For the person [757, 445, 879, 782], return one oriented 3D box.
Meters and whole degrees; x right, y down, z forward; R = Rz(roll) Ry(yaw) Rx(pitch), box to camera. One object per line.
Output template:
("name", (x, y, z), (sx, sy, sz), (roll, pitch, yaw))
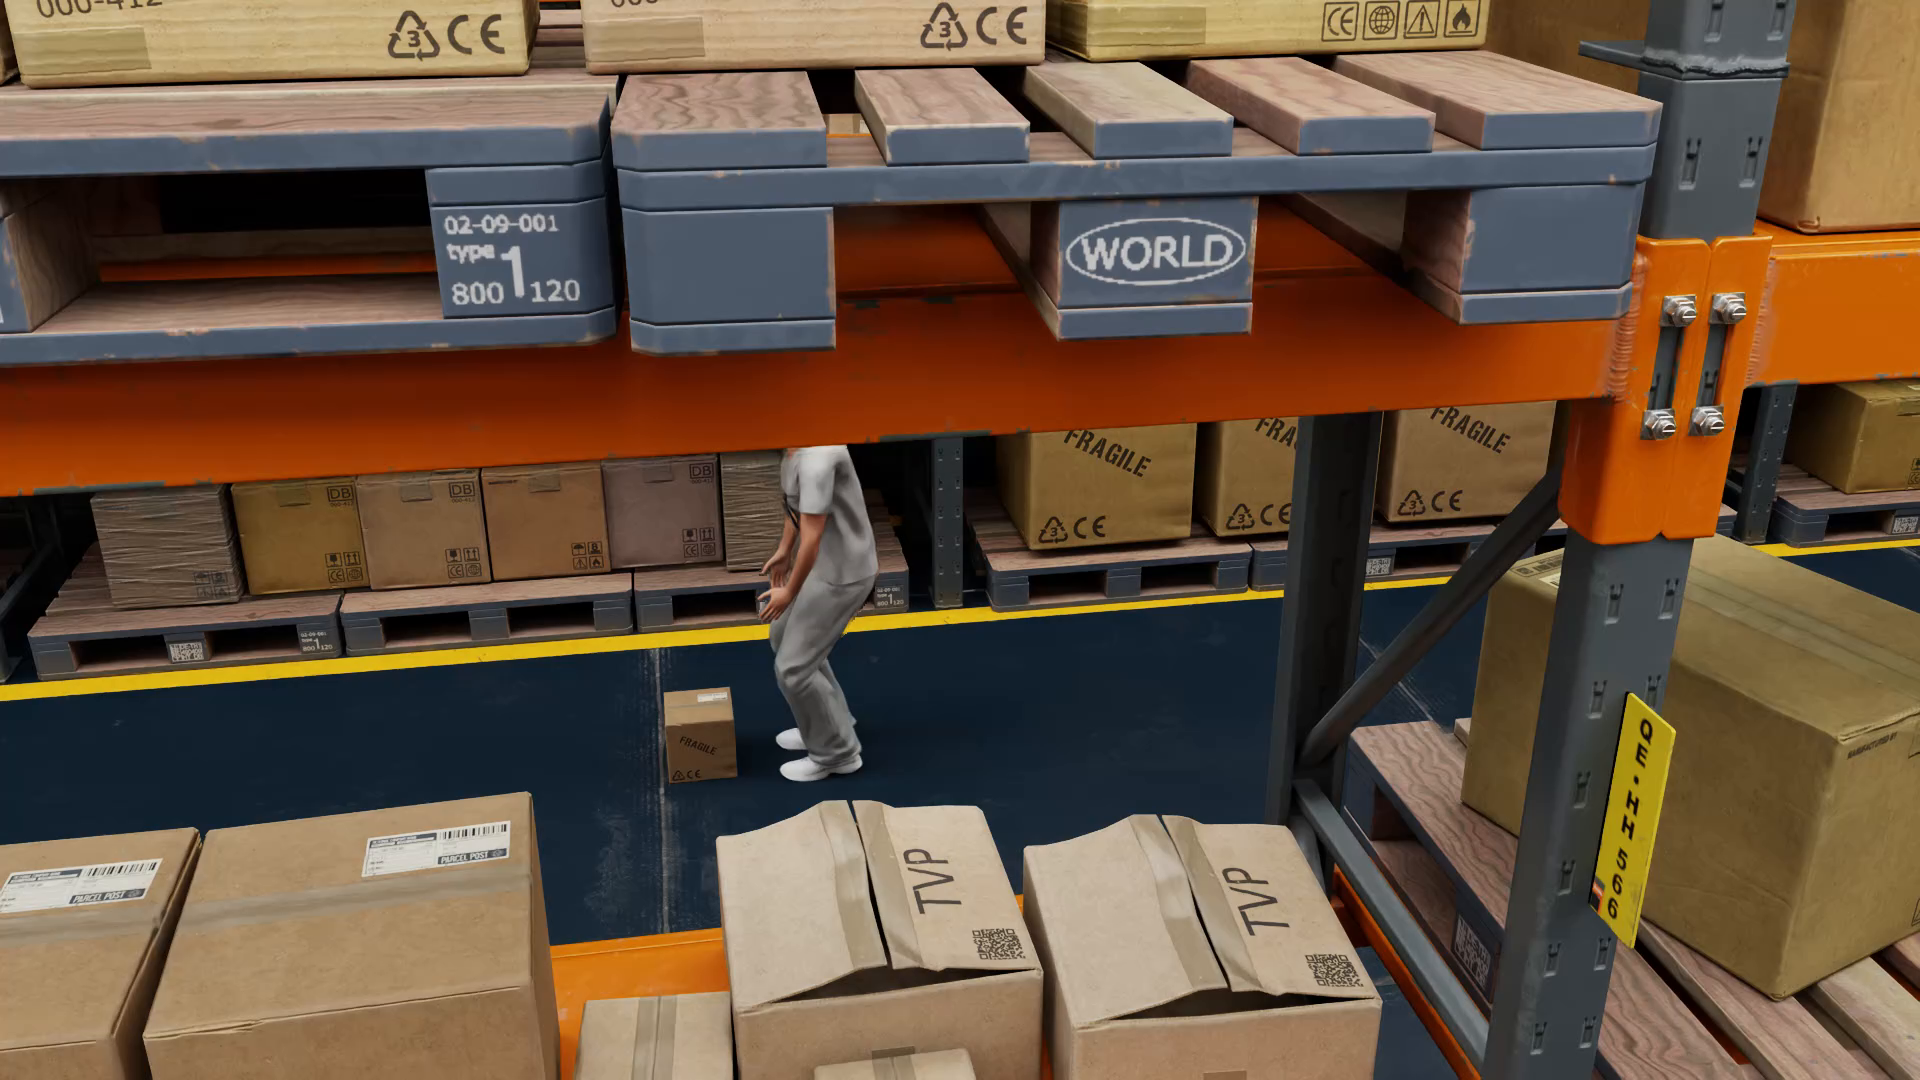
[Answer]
("person", (-0.527, 0.119, 5.965), (0.466, 1.573, 0.475), (-4, 24, -9))
